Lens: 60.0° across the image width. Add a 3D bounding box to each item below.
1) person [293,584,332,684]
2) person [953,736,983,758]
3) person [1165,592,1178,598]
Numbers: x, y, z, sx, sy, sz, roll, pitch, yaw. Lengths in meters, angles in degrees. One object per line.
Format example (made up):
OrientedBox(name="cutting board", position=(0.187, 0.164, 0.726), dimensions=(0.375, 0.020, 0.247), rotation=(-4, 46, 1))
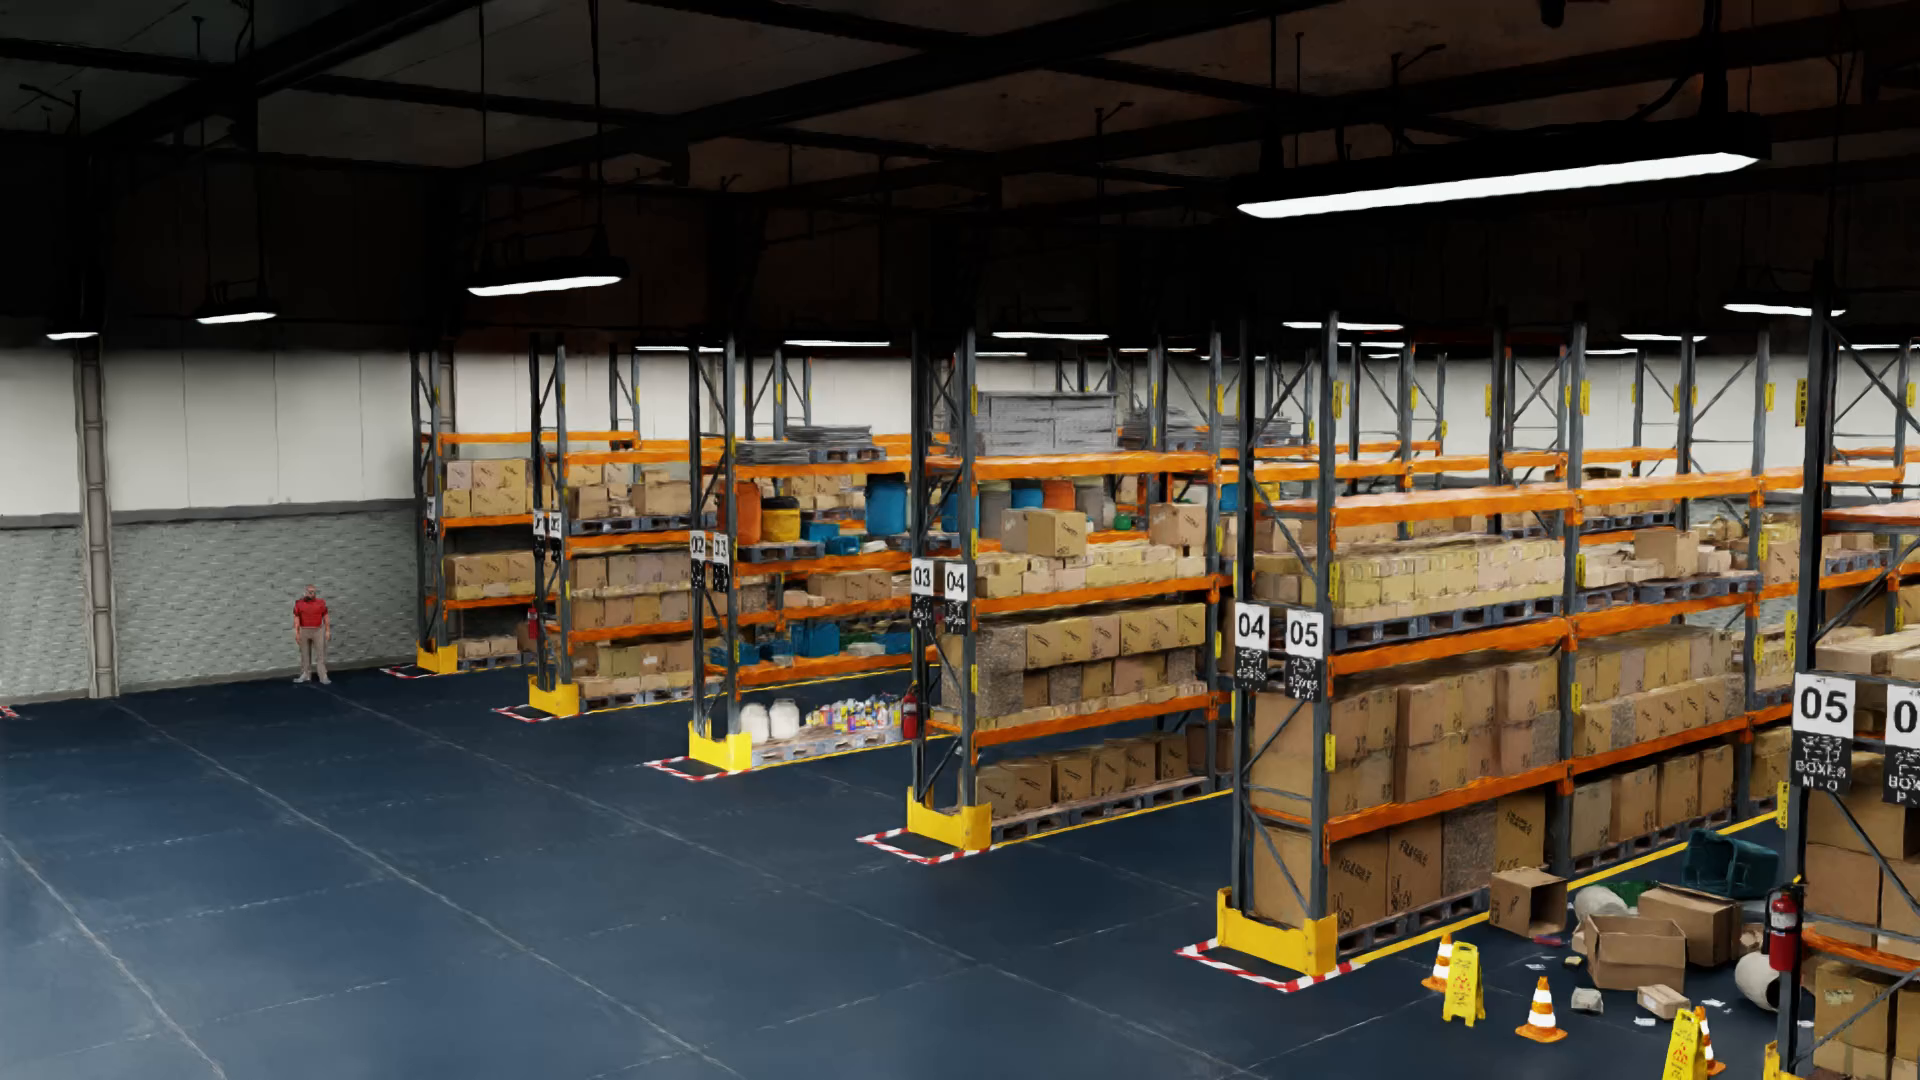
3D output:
OrientedBox(name="person", position=(-11.262, 1.629, 28.854), dimensions=(0.660, 1.730, 0.422), rotation=(-1, 5, -14))
OrientedBox(name="person", position=(0.064, 2.272, 23.060), dimensions=(0.516, 1.540, 0.566), rotation=(-5, 7, -42))
OrientedBox(name="person", position=(3.860, 1.502, 30.428), dimensions=(0.560, 1.665, 0.577), rotation=(-1, 5, -14))
